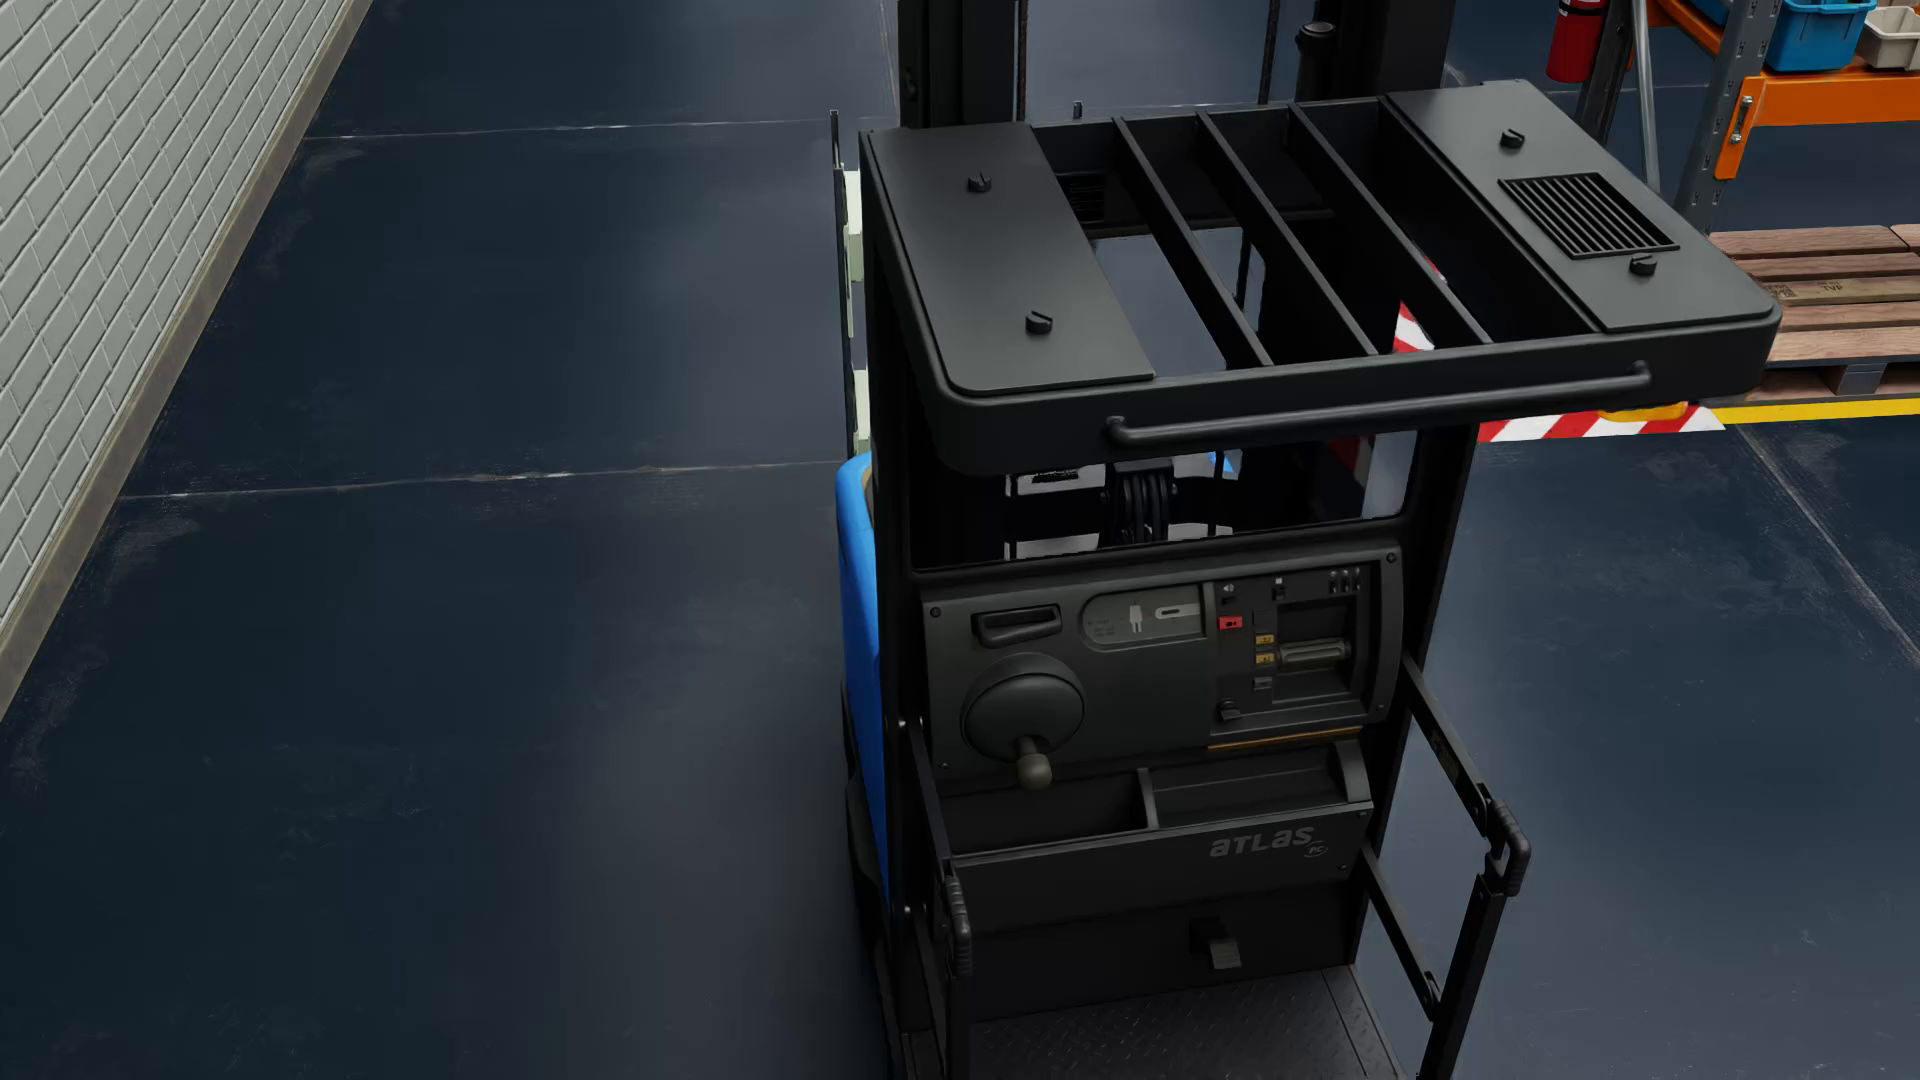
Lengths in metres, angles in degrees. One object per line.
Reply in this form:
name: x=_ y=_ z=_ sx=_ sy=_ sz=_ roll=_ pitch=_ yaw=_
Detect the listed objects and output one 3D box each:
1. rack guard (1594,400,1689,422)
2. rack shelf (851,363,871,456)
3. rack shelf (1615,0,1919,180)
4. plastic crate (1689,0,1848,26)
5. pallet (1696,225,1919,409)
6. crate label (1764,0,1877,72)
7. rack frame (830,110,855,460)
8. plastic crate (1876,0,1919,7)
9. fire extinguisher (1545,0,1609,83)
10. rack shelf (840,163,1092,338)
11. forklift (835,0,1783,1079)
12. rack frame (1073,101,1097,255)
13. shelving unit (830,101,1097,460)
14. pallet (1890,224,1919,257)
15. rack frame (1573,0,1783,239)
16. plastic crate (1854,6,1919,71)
rack guard: x=2.561 y=-1.010 z=6.626 sx=0.348 sy=0.500 sz=1.175 roll=-3 pitch=38 yaw=-4
rack shelf: x=0.007 y=-0.333 z=5.488 sx=0.720 sy=0.370 sz=0.431 roll=-3 pitch=38 yaw=-4
rack shelf: x=4.576 y=-1.828 z=6.226 sx=4.000 sy=0.370 sz=1.077 roll=-3 pitch=38 yaw=-4
plastic crate: x=2.901 y=-2.171 z=6.004 sx=0.499 sy=0.435 sz=0.616 roll=-3 pitch=38 yaw=-4
pallet: x=3.409 y=-0.927 z=6.755 sx=1.213 sy=0.211 sz=1.003 roll=-3 pitch=38 yaw=-4
crate label: x=2.859 y=-1.769 z=5.657 sx=0.303 sy=0.233 sz=0.416 roll=-3 pitch=38 yaw=-4
rack frame: x=-0.358 y=-0.569 z=5.260 sx=0.023 sy=1.500 sz=0.400 roll=-3 pitch=38 yaw=-4
plastic crate: x=3.380 y=-2.077 z=6.125 sx=0.243 sy=0.136 sz=0.396 roll=-3 pitch=38 yaw=-4
fire extinguisher: x=2.393 y=-2.096 z=6.348 sx=0.183 sy=0.674 sz=0.296 roll=-3 pitch=38 yaw=-4
rack shelf: x=0.007 y=-0.896 z=5.044 sx=0.720 sy=0.370 sz=0.431 roll=-3 pitch=38 yaw=-4
forklift: x=0.434 y=0.310 z=2.991 sx=1.130 sy=2.935 sz=3.031 roll=-7 pitch=39 yaw=-8
rack frame: x=0.371 y=-0.609 z=5.311 sx=0.023 sy=1.500 sz=0.400 roll=-3 pitch=38 yaw=-4
shelving unit: x=0.007 y=-0.589 z=5.286 sx=0.755 sy=1.500 sz=0.431 roll=-3 pitch=38 yaw=-4
pallet: x=4.621 y=-0.992 z=6.837 sx=1.213 sy=0.211 sz=1.003 roll=-3 pitch=38 yaw=-4
rack frame: x=2.584 y=-2.000 z=5.864 sx=0.127 sy=3.000 sz=1.000 roll=-3 pitch=38 yaw=-4
plastic crate: x=3.186 y=-1.697 z=5.644 sx=0.298 sy=0.136 sz=0.250 roll=-3 pitch=38 yaw=-4
